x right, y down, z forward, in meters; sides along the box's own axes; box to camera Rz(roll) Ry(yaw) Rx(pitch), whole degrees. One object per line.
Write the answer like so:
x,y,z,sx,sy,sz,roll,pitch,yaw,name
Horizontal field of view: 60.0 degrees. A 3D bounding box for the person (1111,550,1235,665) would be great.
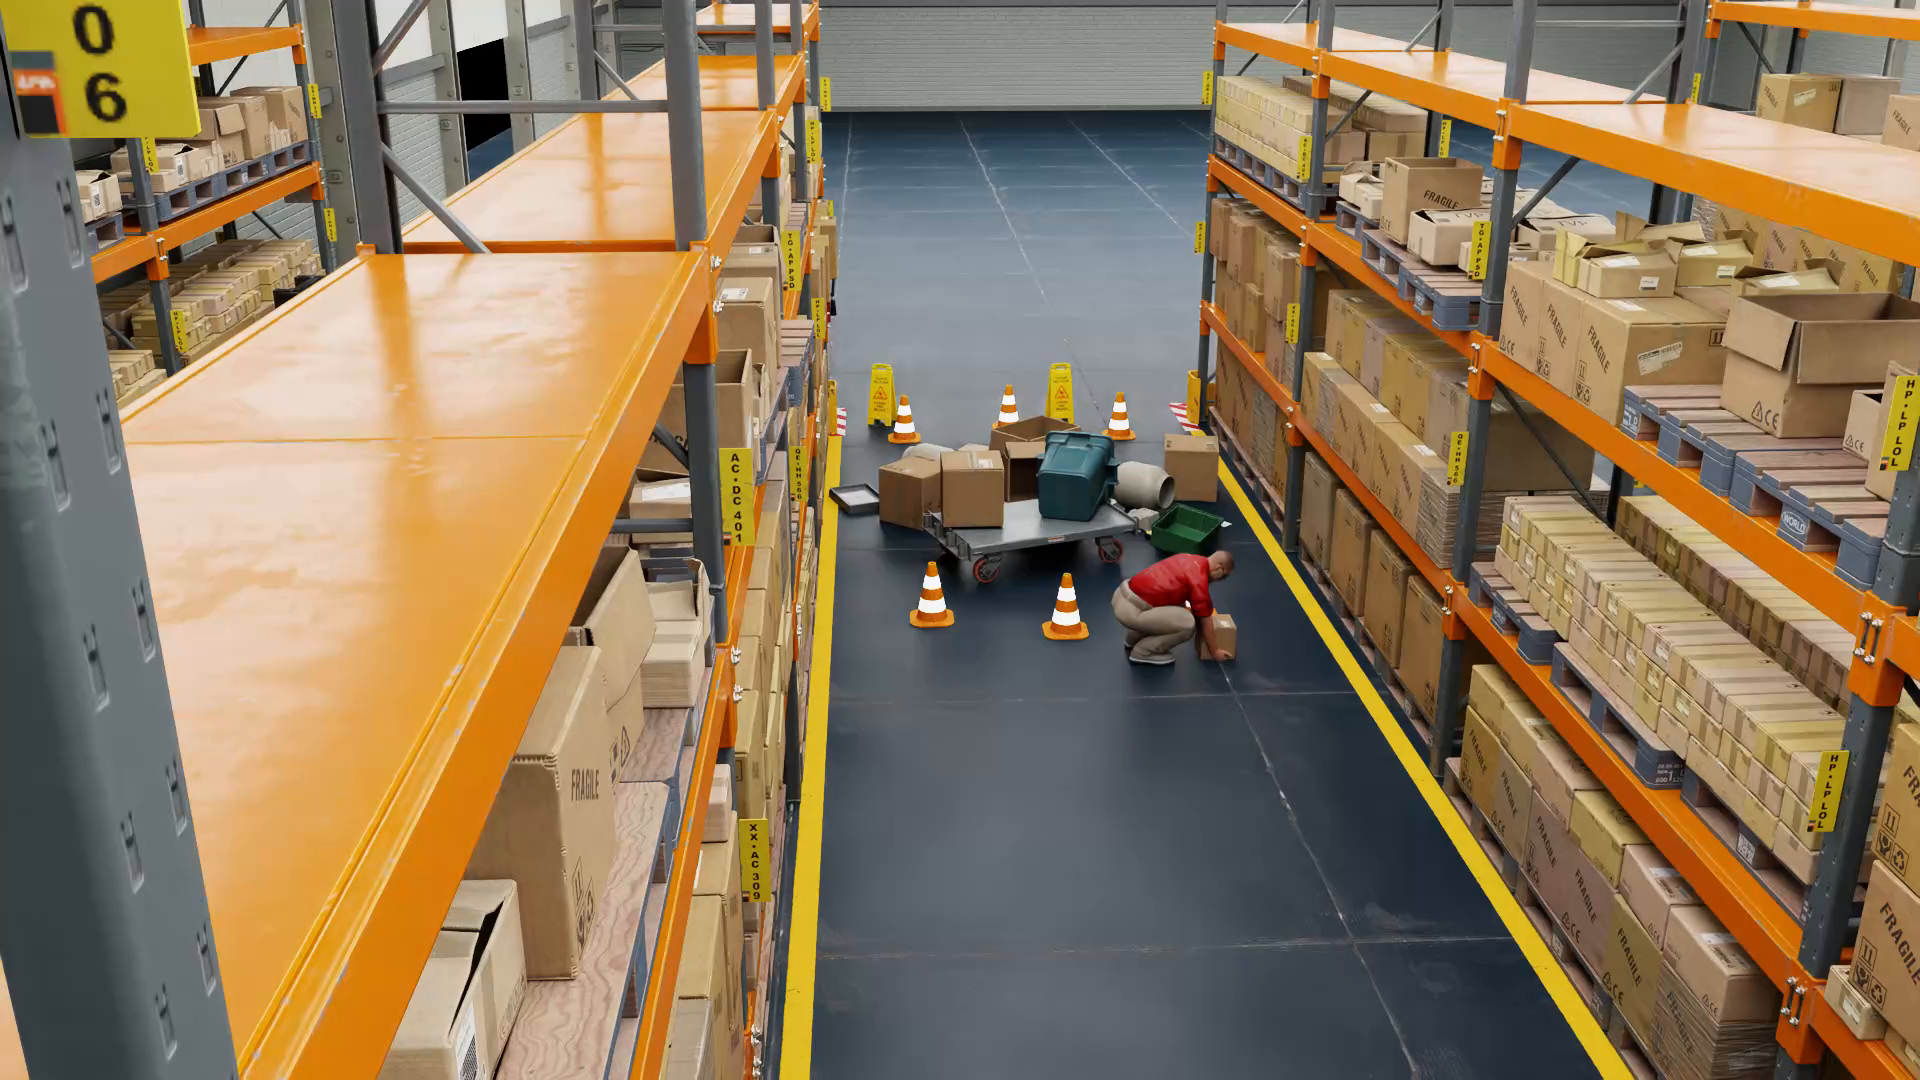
1.547,0.503,12.076,0.891,0.851,0.546,-1,20,-3,person
